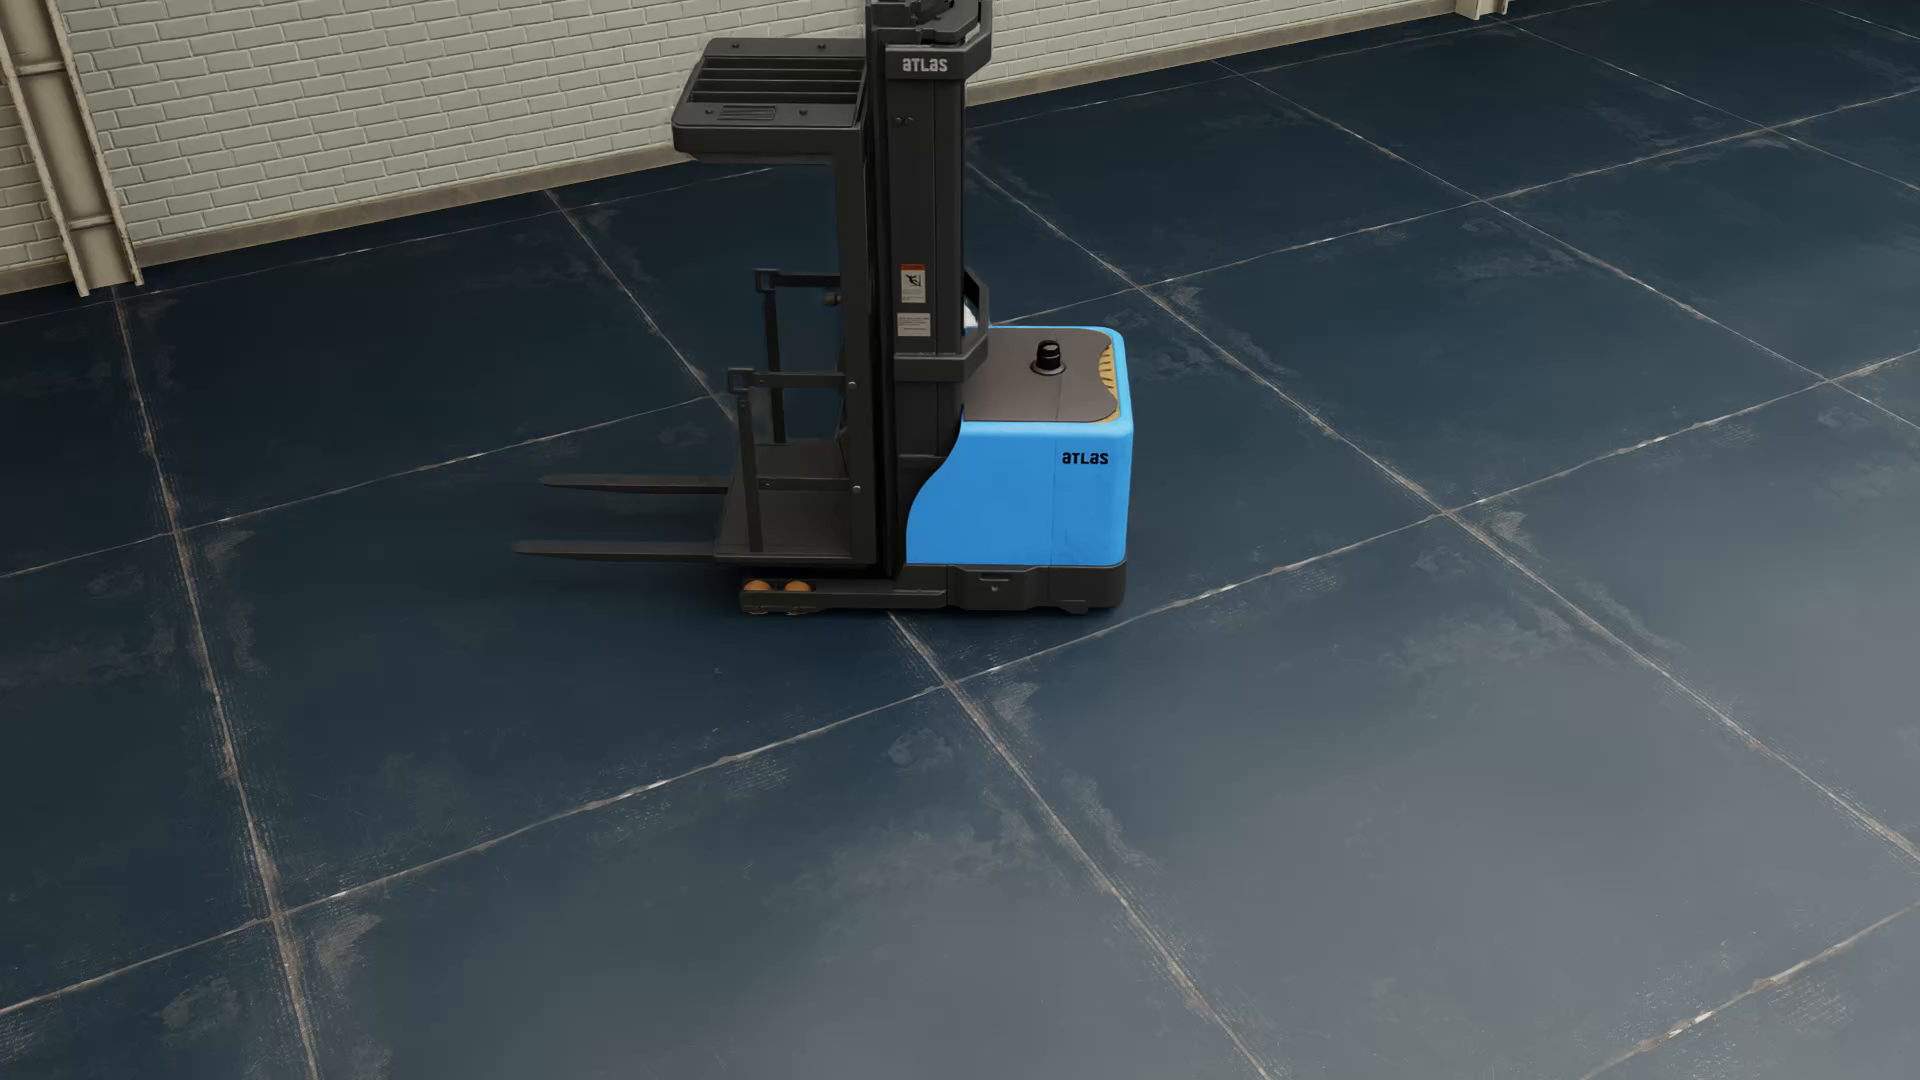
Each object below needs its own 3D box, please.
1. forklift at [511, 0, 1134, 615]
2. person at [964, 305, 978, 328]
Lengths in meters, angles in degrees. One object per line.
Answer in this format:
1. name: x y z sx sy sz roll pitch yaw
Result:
1. forklift: -0.697 -1.133 7.725 3.031 2.935 1.130 1 35 1
2. person: -0.273 -1.550 9.486 0.673 1.631 0.972 -5 36 -7
